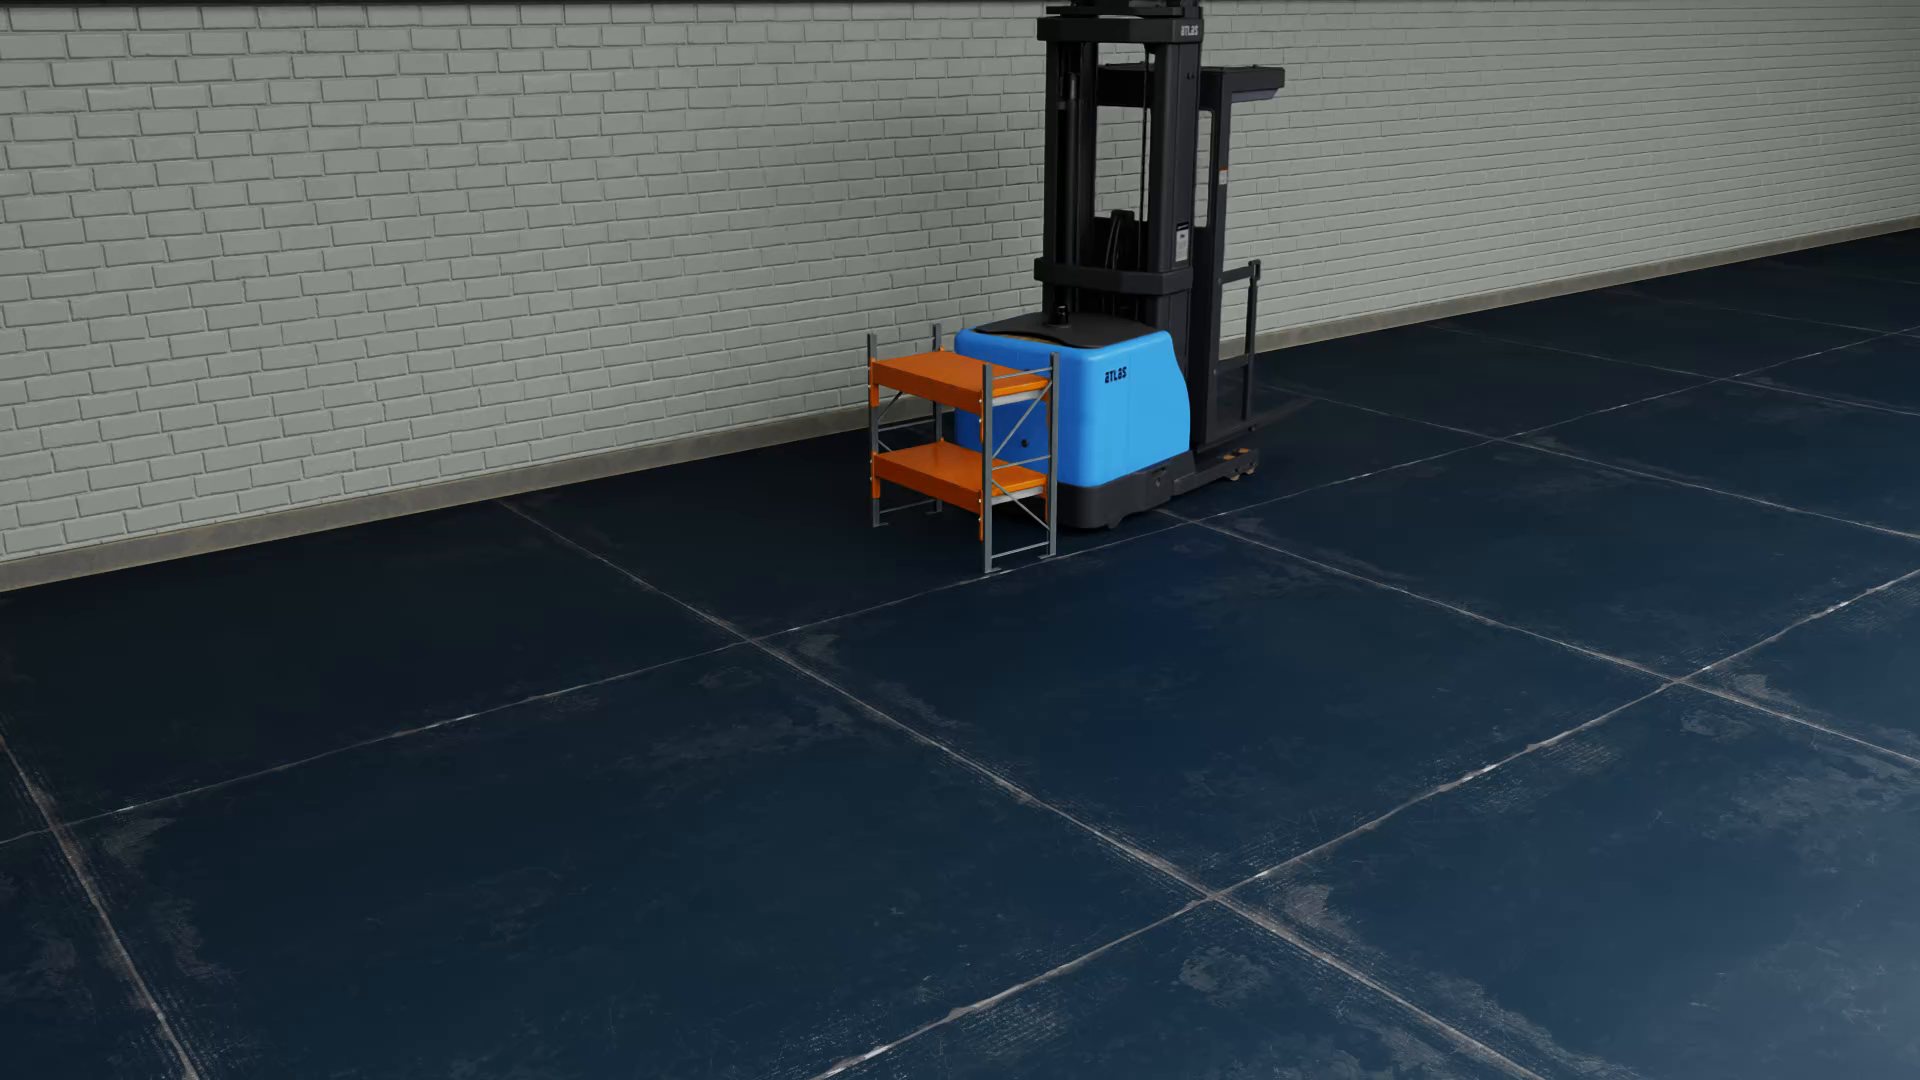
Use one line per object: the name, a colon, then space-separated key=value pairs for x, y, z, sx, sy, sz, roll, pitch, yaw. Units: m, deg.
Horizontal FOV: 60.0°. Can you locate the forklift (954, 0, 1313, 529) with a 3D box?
forklift: x=1.260 y=-1.848 z=10.281 sx=1.130 sy=2.935 sz=3.031 roll=14 pitch=23 yaw=36

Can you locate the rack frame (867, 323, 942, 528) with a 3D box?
rack frame: x=-0.311 y=-0.658 z=9.559 sx=0.500 sy=1.125 sz=0.032 roll=-14 pitch=23 yaw=-36

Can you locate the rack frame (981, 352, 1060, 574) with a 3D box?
rack frame: x=0.320 y=-0.407 z=8.802 sx=0.500 sy=1.125 sz=0.032 roll=-14 pitch=23 yaw=-36

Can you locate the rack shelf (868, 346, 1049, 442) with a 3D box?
rack shelf: x=0.004 y=-0.810 z=9.089 sx=0.538 sy=0.278 sz=1.000 roll=-14 pitch=23 yaw=-36

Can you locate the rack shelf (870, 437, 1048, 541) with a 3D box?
rack shelf: x=0.004 y=-0.300 z=9.258 sx=0.538 sy=0.278 sz=1.000 roll=-14 pitch=23 yaw=-36

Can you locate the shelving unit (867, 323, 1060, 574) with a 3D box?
shelving unit: x=0.004 y=-0.532 z=9.181 sx=0.538 sy=1.125 sz=1.048 roll=-14 pitch=23 yaw=-36
